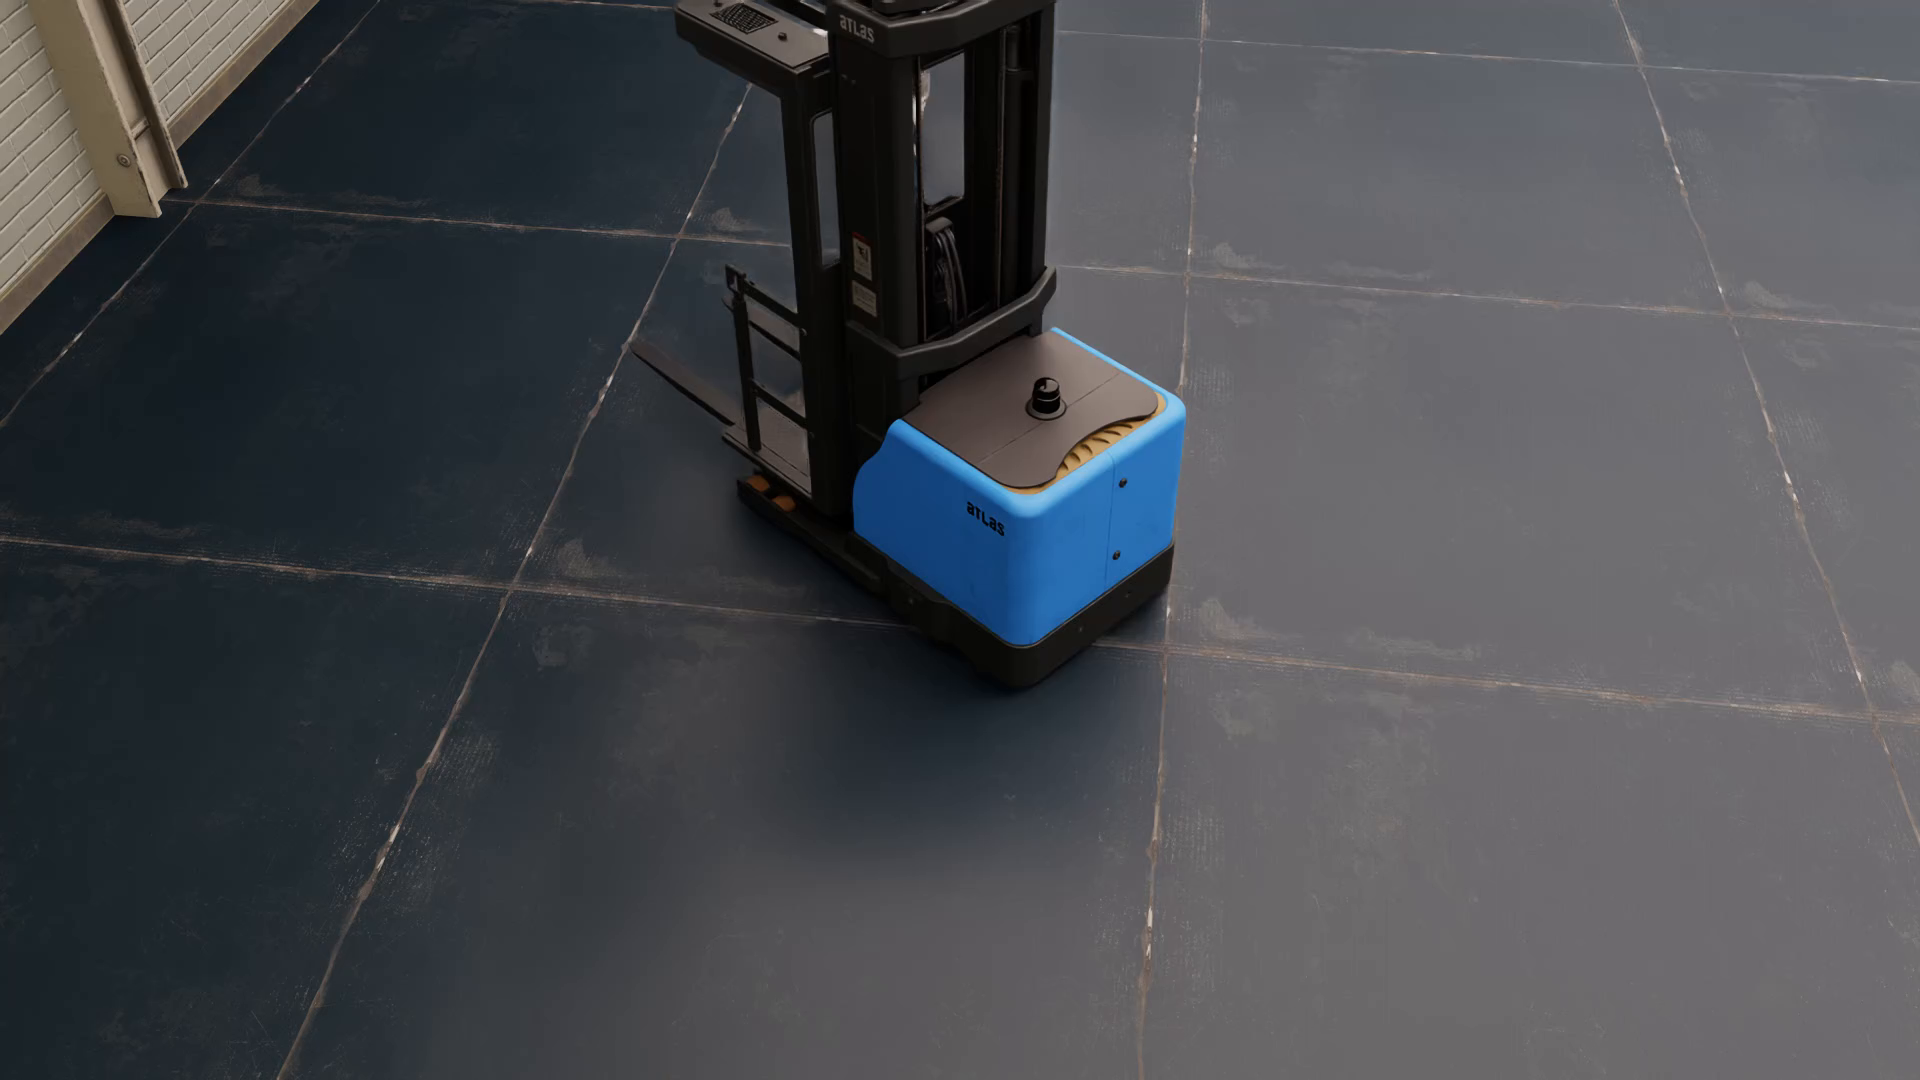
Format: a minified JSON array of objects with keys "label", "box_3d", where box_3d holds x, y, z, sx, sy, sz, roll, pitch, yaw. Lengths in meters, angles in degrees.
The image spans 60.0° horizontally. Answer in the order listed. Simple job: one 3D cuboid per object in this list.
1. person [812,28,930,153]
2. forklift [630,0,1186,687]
[{"label":"person","box_3d":[-0.619,-3.150,10.308,0.889,1.389,0.933,-8,43,-9]},{"label":"forklift","box_3d":[-0.426,-1.350,7.194,1.130,2.935,3.031,-33,52,-31]}]
